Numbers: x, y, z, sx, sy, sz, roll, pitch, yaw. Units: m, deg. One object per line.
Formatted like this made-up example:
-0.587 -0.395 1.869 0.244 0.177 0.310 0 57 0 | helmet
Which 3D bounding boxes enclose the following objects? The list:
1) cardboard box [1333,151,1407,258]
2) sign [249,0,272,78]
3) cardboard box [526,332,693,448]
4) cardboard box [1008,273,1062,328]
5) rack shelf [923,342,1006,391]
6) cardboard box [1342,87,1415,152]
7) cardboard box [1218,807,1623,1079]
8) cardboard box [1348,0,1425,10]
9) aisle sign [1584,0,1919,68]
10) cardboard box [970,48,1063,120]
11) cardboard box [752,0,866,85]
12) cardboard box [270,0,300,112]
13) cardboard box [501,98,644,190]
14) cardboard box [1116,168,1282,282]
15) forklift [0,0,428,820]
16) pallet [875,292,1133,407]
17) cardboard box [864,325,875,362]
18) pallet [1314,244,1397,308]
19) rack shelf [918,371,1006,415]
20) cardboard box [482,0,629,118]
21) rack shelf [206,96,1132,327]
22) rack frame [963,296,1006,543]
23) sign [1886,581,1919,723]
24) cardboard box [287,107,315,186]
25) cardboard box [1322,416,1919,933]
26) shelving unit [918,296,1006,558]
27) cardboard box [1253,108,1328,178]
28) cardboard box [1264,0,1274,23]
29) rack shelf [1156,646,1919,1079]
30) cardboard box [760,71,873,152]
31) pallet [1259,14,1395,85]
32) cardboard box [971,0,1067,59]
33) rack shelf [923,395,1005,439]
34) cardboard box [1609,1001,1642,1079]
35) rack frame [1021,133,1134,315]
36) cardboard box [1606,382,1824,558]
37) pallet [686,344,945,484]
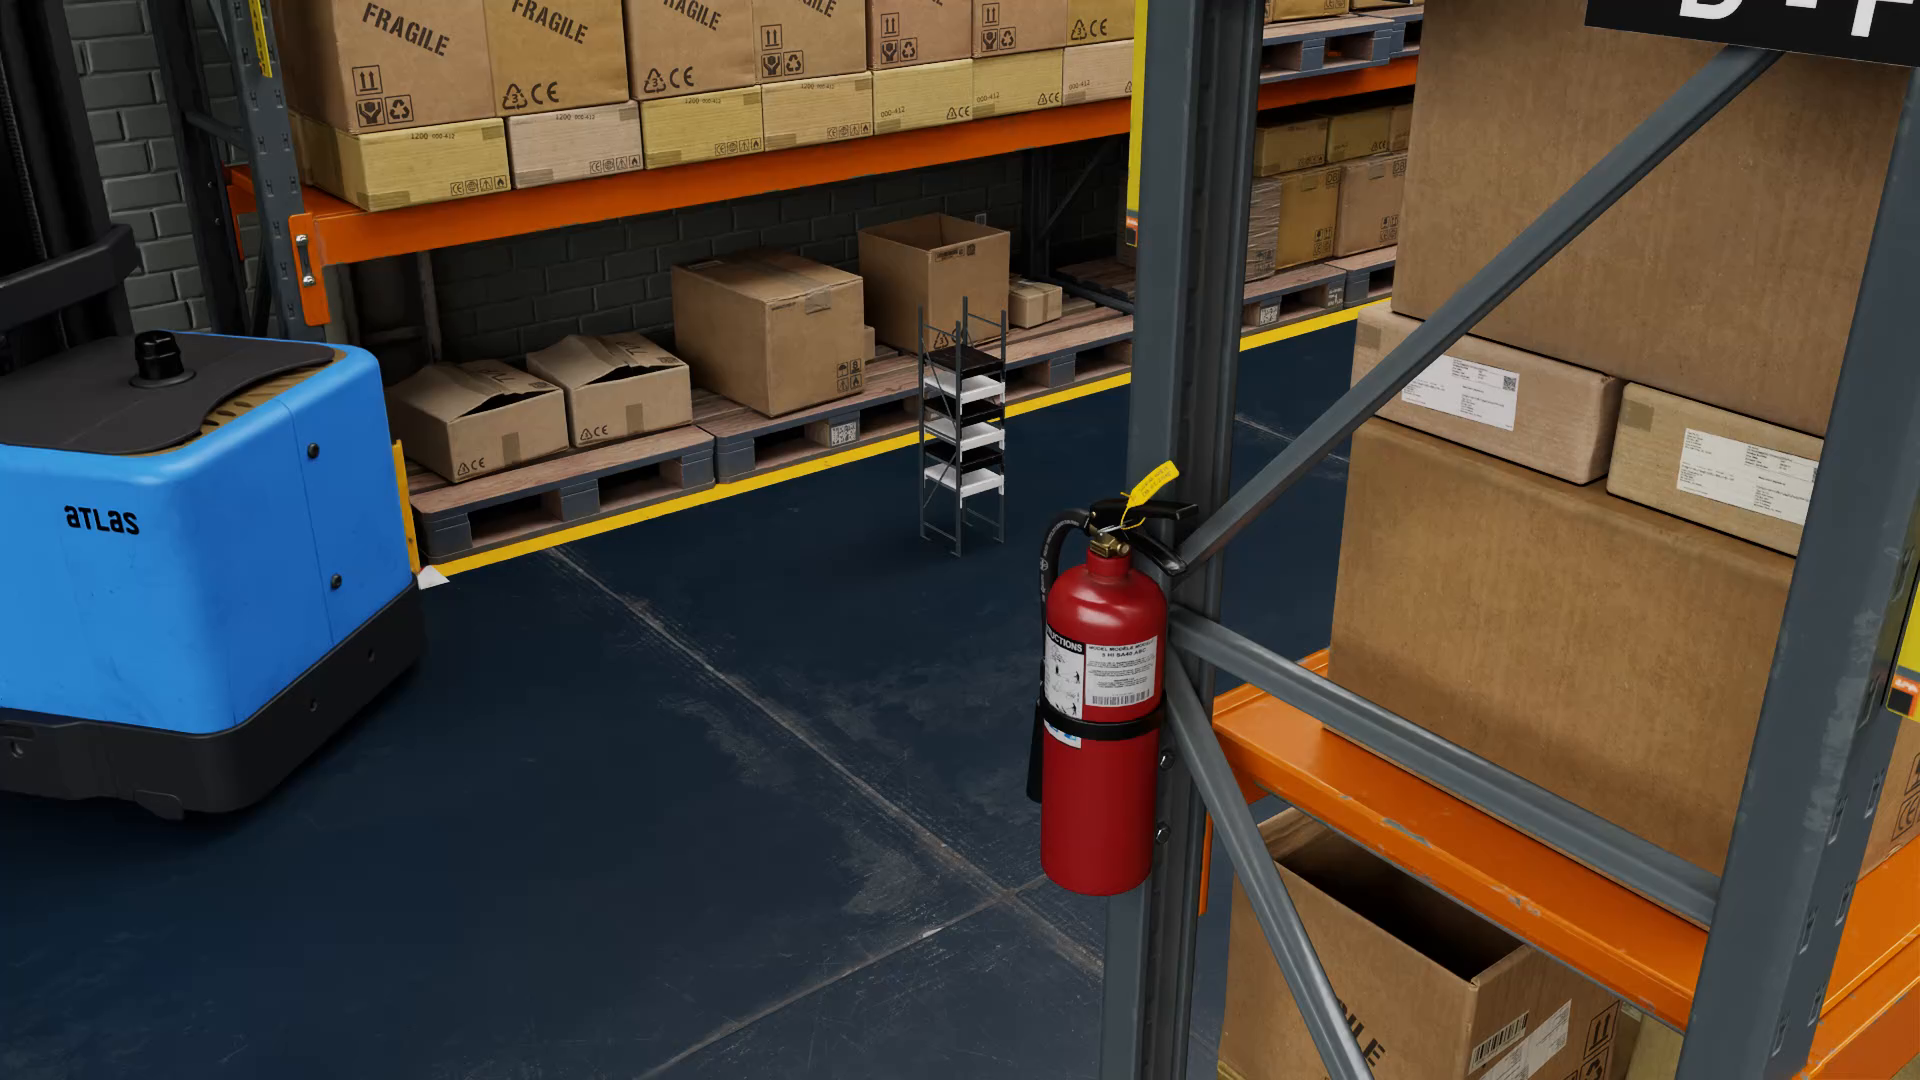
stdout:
2.044 -1.937 9.308 0.500 0.500 0.700 -18 30 -33 | cardboard box
-2.139 -1.579 5.061 0.005 0.325 0.100 -18 31 -34 | sign
-1.426 -0.644 6.746 0.500 0.311 0.500 -15 29 -30 | cardboard box
0.271 -1.170 8.052 0.380 0.166 0.250 22 33 39 | cardboard box
0.006 -0.625 5.965 0.200 0.077 0.258 -18 31 -34 | rack shelf
2.398 -2.383 9.378 0.500 0.250 0.500 -18 31 -34 | cardboard box
0.824 0.753 2.941 0.500 0.500 0.500 -18 31 -34 | cardboard box
2.038 -3.095 8.714 0.500 0.500 0.700 -14 28 -27 | cardboard box
0.723 -0.787 1.294 0.004 0.787 0.394 -18 31 -34 | aisle sign
0.090 -1.996 7.142 0.500 0.250 0.500 -18 30 -34 | cardboard box
-0.709 -2.067 6.404 0.500 0.500 0.500 -17 30 -32 | cardboard box
-2.235 -1.840 5.915 0.500 0.500 0.500 -19 31 -35 | cardboard box
-1.495 -1.468 6.005 0.500 0.250 0.500 -19 31 -36 | cardboard box
1.242 -1.667 8.726 0.500 0.500 0.700 -17 30 -32 | cardboard box
-3.282 -0.881 4.667 3.031 2.935 1.130 6 26 12 | forklift
0.167 -0.954 8.055 1.213 0.211 1.003 -18 31 -34 | pallet
-0.598 -0.903 7.496 0.250 0.149 0.380 -21 32 -38 | cardboard box
2.246 -1.662 9.579 1.213 0.211 1.003 -18 31 -34 | pallet
0.006 -0.543 6.003 0.200 0.077 0.258 -18 31 -34 | rack shelf
-1.518 -1.797 5.822 0.500 0.500 0.500 -18 30 -34 | cardboard box
-0.900 -1.559 6.901 4.000 0.370 1.077 -18 31 -34 | rack shelf
0.086 -0.437 6.122 0.006 0.900 0.240 -18 31 -34 | rack frame
0.923 0.031 1.498 0.005 0.325 0.100 -18 31 -34 | sign
-2.226 -1.493 6.057 0.500 0.250 0.500 -18 30 -33 | cardboard box
0.961 0.112 2.327 0.500 0.500 0.700 -18 31 -34 | cardboard box
0.006 -0.410 6.065 0.210 0.900 0.258 -18 31 -34 | shelving unit
1.587 -2.123 8.817 0.500 0.250 0.500 -19 31 -35 | cardboard box
1.095 -2.771 8.016 0.500 0.500 0.700 -18 30 -34 | cardboard box
2.159 0.081 3.367 4.000 0.370 1.077 -18 31 -34 | rack shelf
-0.691 -1.729 6.567 0.500 0.250 0.500 -18 30 -34 | cardboard box
1.365 -2.468 8.233 1.213 0.211 1.003 -18 31 -34 | pallet
0.103 -2.329 6.970 0.500 0.500 0.500 -18 31 -34 | cardboard box
0.006 -0.462 6.041 0.200 0.077 0.258 -18 31 -34 | rack shelf
1.211 0.960 3.386 0.500 0.250 0.500 -18 31 -34 | cardboard box
0.673 -2.405 7.869 0.127 3.000 1.000 -18 31 -34 | rack frame
1.027 -0.096 2.005 0.250 0.149 0.380 -19 31 -34 | cardboard box
-0.794 -0.635 7.368 1.213 0.211 1.003 -18 31 -34 | pallet
